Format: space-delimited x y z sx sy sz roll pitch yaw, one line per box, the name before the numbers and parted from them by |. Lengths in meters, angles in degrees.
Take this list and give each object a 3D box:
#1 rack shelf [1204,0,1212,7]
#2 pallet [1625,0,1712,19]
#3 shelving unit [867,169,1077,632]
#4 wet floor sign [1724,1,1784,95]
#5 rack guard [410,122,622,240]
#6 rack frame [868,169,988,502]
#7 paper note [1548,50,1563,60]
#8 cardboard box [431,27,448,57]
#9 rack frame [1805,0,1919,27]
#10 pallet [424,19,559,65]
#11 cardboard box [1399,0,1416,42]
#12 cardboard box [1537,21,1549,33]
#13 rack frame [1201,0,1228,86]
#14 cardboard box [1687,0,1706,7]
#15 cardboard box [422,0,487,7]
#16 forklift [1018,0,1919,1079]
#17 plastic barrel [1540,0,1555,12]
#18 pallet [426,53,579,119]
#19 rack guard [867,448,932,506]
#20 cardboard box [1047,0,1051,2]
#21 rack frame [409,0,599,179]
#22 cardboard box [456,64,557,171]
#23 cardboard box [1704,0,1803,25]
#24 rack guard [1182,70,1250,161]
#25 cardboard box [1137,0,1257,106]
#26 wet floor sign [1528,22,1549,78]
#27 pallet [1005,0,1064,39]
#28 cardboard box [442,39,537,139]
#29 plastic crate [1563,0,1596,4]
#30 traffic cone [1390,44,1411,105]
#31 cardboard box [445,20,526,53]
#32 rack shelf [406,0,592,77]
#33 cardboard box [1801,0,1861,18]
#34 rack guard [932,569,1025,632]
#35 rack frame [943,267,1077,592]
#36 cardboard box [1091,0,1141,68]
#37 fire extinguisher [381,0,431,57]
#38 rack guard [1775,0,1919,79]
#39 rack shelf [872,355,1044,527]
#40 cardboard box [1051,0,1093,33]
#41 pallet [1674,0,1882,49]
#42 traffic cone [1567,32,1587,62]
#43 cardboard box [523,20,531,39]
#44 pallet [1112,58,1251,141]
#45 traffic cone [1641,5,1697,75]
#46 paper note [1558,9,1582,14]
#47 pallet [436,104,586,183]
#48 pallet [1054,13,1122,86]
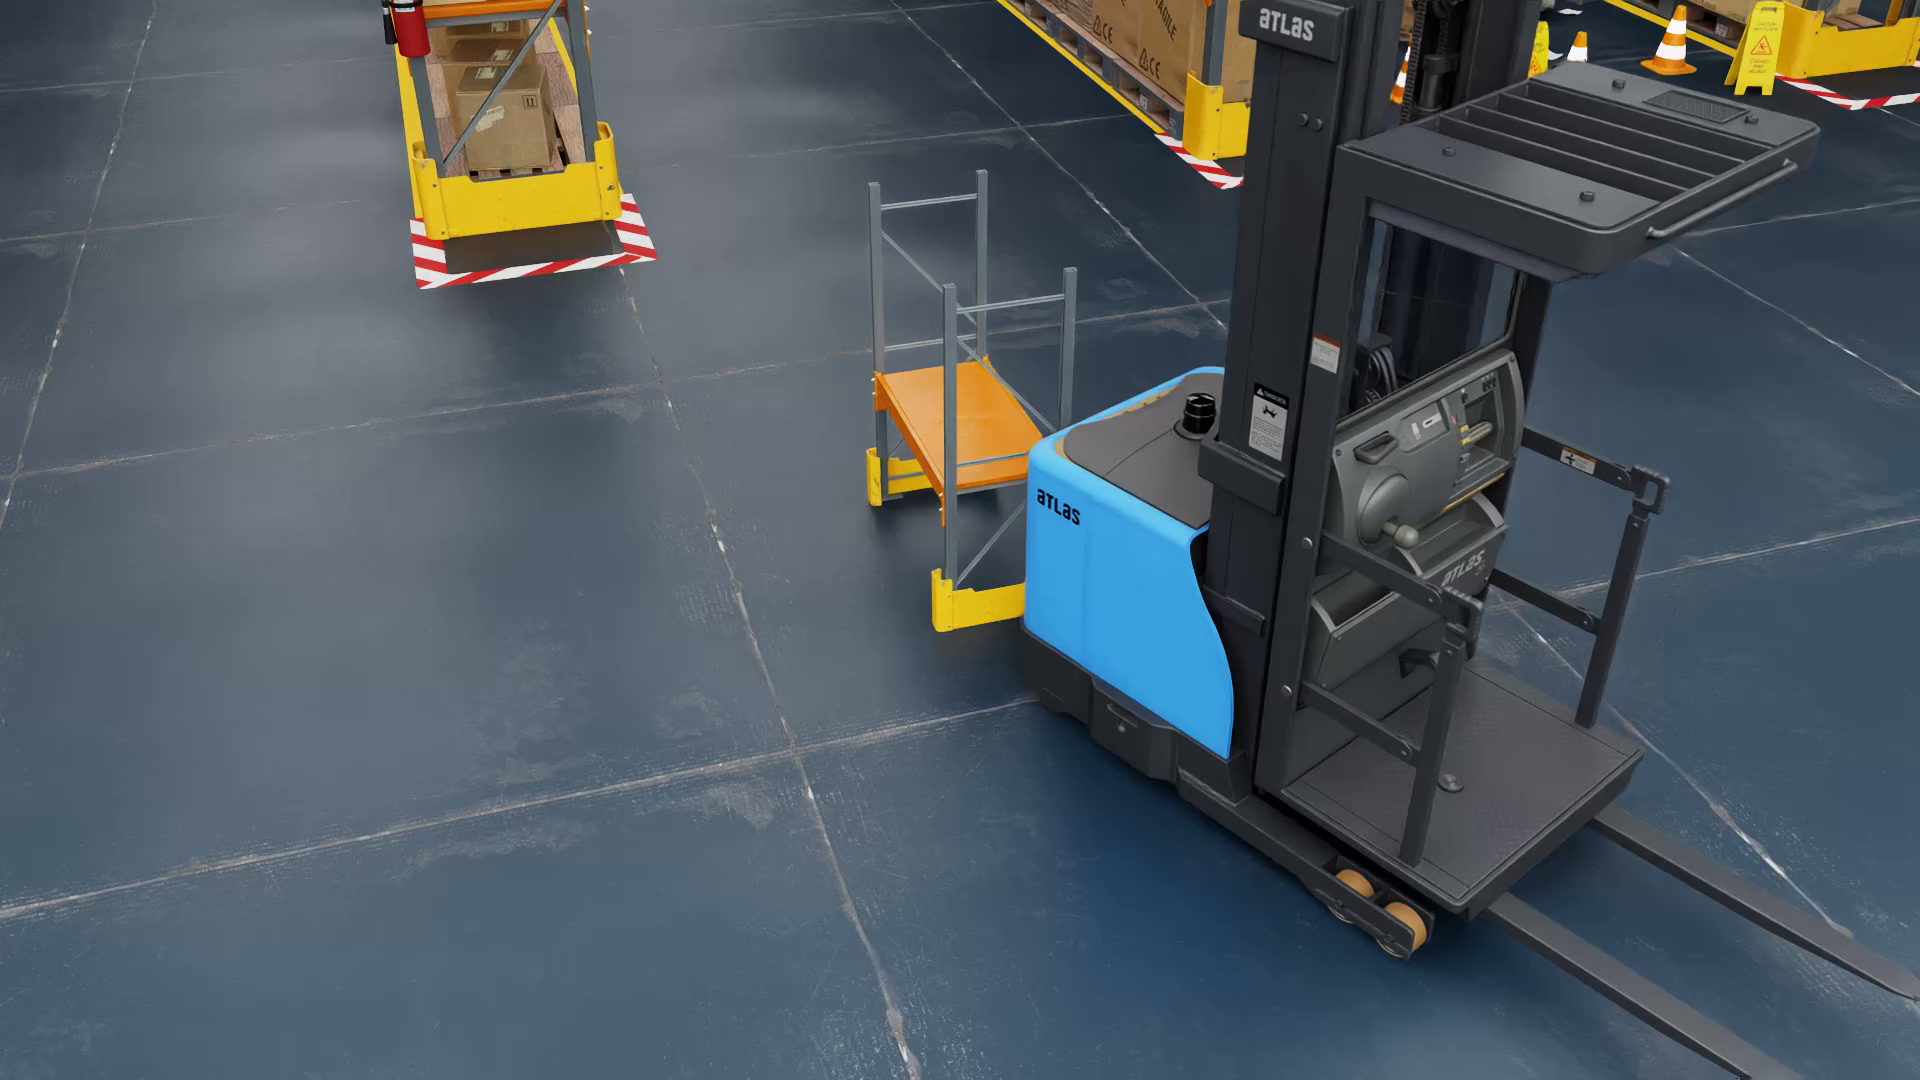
rack shelf | 1.483 -4.720 12.325 1.077 0.370 4.000 -10 35 -15
pallet | 6.171 -4.804 14.329 1.003 0.211 1.213 -10 35 -15
shelving unit | 0.023 -0.586 6.776 0.587 1.500 1.083 -10 35 -15
wet floor sign | 5.816 -3.594 12.104 0.267 0.644 0.232 1 33 2
rack guard | -2.684 -2.186 10.105 1.175 0.500 0.348 -10 35 -15
rack frame | -0.129 -0.848 7.173 0.500 1.500 0.032 -10 35 -15
paper note | 4.593 -3.779 12.941 0.148 0.019 0.142 -23 40 -31
cardboard box | -3.615 -3.906 12.326 0.500 0.500 0.500 0 33 1
rack frame | 6.777 -4.856 11.878 1.000 3.000 0.127 -10 35 -15
pallet | -3.643 -3.779 12.778 1.003 0.211 1.213 -10 35 -15
cardboard box | 3.830 -4.311 13.317 0.637 0.503 0.797 19 38 26
cardboard box | 4.453 -4.015 13.191 0.380 0.149 0.250 7 34 10
rack frame | 2.093 -3.970 10.538 1.000 3.000 0.127 -10 35 -15
cardboard box | 6.123 -4.536 13.507 0.500 0.250 0.500 -10 35 -15
cardboard box | -2.945 -3.200 9.599 0.380 0.149 0.250 -10 35 -15
forklift | 1.575 -0.226 4.934 1.130 2.935 3.031 -26 41 -34
plastic barrel | 4.705 -4.611 13.844 0.512 0.421 0.421 13 36 18
pallet | -3.267 -3.138 11.807 1.003 0.211 1.213 -10 35 -15
rack guard | -0.129 -0.326 7.516 0.587 0.250 0.087 -10 35 -15
cardboard box | 0.998 -5.017 13.668 0.875 0.875 0.875 -9 35 -14
rack frame | -2.661 -3.189 9.356 1.000 3.000 0.127 -10 35 -15
cardboard box | -2.836 -2.652 10.430 0.500 0.500 0.500 -4 34 -6
cardboard box | 6.267 -4.276 13.113 0.500 0.250 0.500 -10 35 -15
rack guard | 2.101 -2.915 11.208 1.175 0.500 0.348 -10 35 -15
cardboard box | 1.824 -3.604 11.530 0.875 0.875 0.875 -10 35 -14
wet floor sign | 3.988 -3.306 11.668 0.267 0.644 0.232 -16 37 -23
pallet | 1.031 -4.495 13.861 1.003 0.211 1.213 -10 35 -15
cardboard box | -3.051 -2.960 10.896 0.500 0.500 0.500 -1 33 -2
plastic crate | 5.254 -4.776 14.405 0.402 0.080 0.583 -23 40 -31
traffic cone | 3.284 -3.430 12.020 0.336 0.463 0.334 -10 35 -15
cardboard box | -3.223 -3.292 11.398 0.500 0.500 0.500 -7 34 -10
rack shelf | -3.271 -3.939 11.143 1.077 0.370 4.000 -10 35 -15
cardboard box | 6.794 -4.354 13.231 0.500 0.250 0.500 -10 35 -15
rack guard | 0.175 0.197 6.725 0.587 0.250 0.087 -10 35 -15
rack frame | 0.181 -0.314 6.365 0.500 1.500 0.032 -10 35 -15
cardboard box | 1.553 -4.066 12.228 0.875 0.875 0.875 -11 35 -15
fire extinguisher | -3.065 -3.020 9.169 0.296 0.674 0.183 -10 35 -15
rack guard | 6.753 -3.853 12.627 1.175 0.500 0.348 -10 35 -15
rack shelf | 0.026 -0.431 6.868 0.538 0.185 1.000 -10 35 -15
cardboard box | 1.277 -4.545 12.953 0.875 0.875 0.875 -10 35 -14
pallet | 6.539 -4.165 13.361 1.003 0.211 1.213 -10 35 -15
traffic cone | 4.464 -3.441 12.038 0.336 0.463 0.334 -10 35 -15
cardboard box | -3.351 -3.593 11.853 0.500 0.500 0.500 -13 36 -19
pallet | 1.775 -3.214 11.922 1.003 0.211 1.213 -10 35 -15
traffic cone | 5.417 -3.806 12.591 0.336 0.463 0.334 -10 35 -15
paper note | 5.113 -4.429 13.926 0.142 0.019 0.148 -23 40 -31
pallet | -2.898 -2.498 10.839 1.003 0.211 1.213 -10 35 -15
pallet | 1.406 -3.853 12.890 1.003 0.211 1.213 -10 35 -15
